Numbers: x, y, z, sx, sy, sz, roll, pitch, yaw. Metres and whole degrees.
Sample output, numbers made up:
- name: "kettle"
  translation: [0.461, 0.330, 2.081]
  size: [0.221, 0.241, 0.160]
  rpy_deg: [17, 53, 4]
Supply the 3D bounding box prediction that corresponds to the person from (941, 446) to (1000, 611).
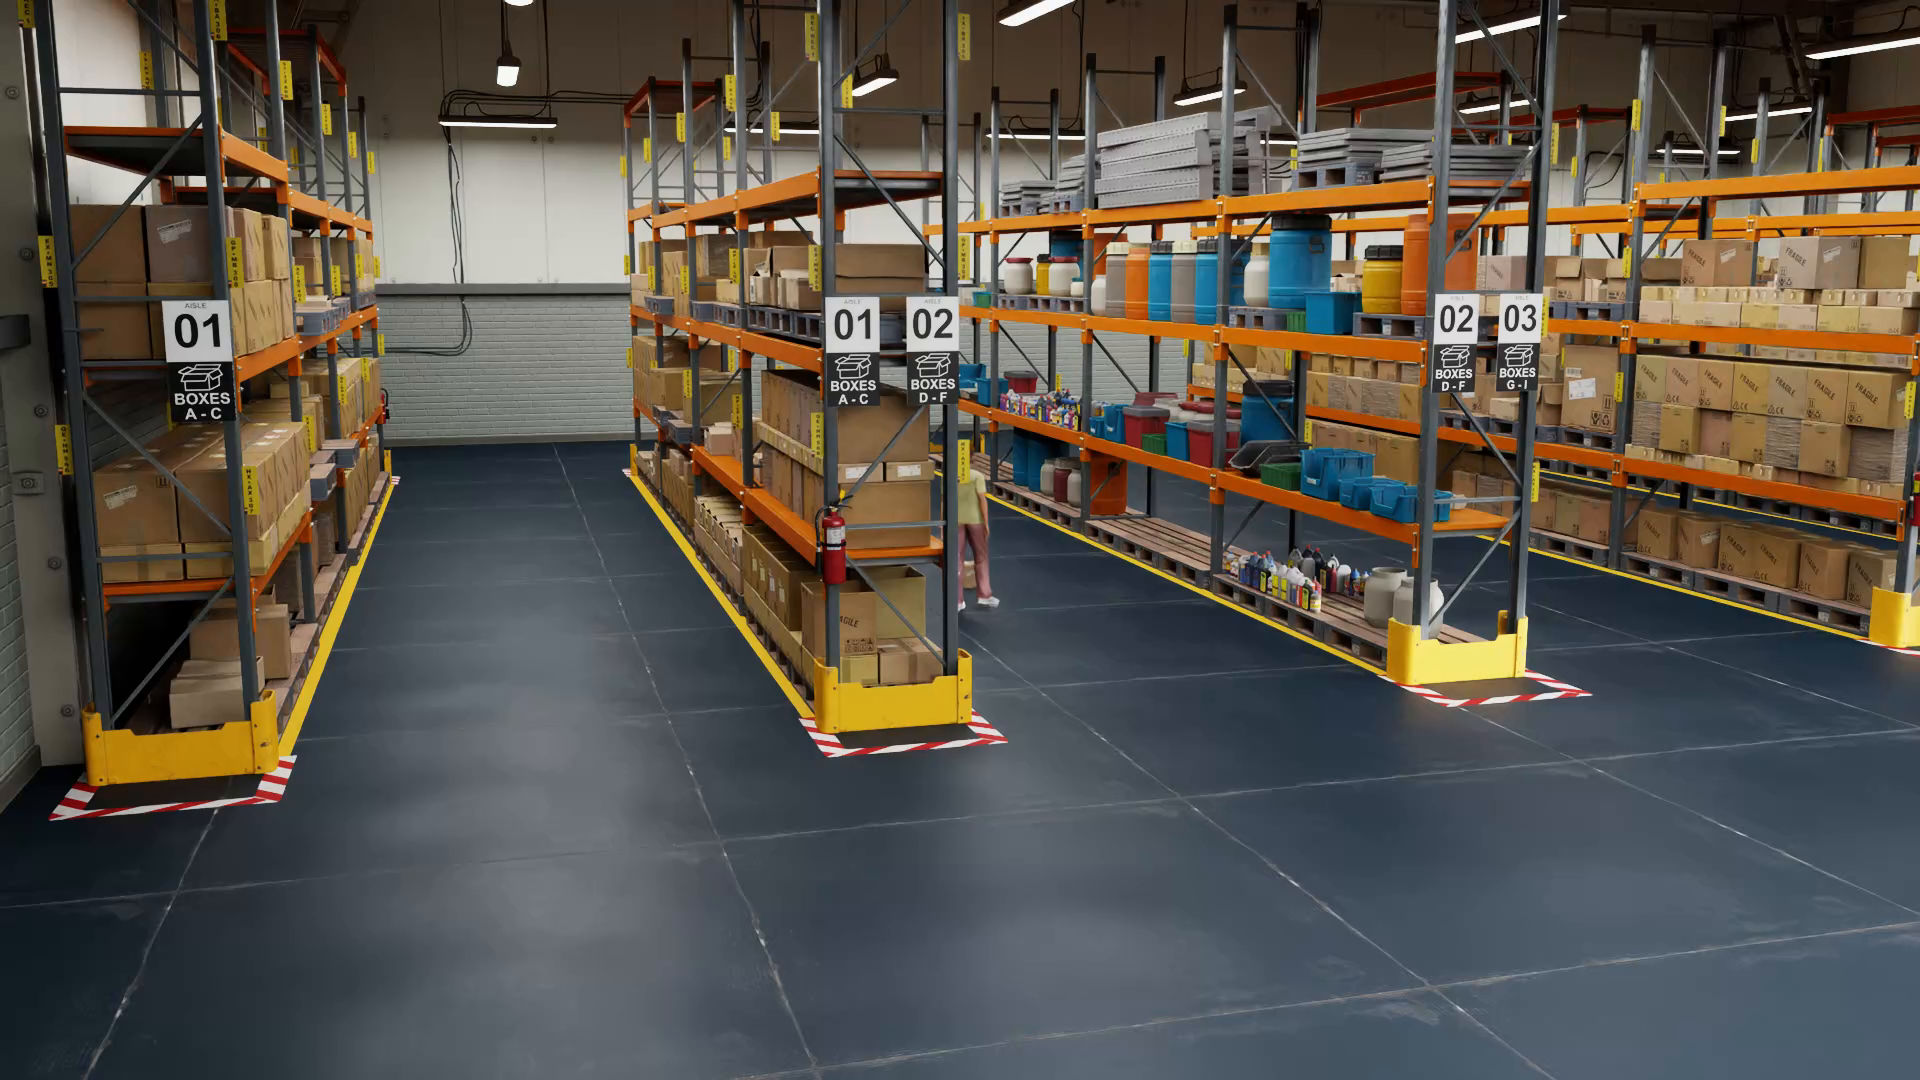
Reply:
- name: "person"
  translation: [0.081, -0.130, 16.695]
  size: [0.548, 1.679, 0.710]
  rpy_deg: [2, 9, 11]
